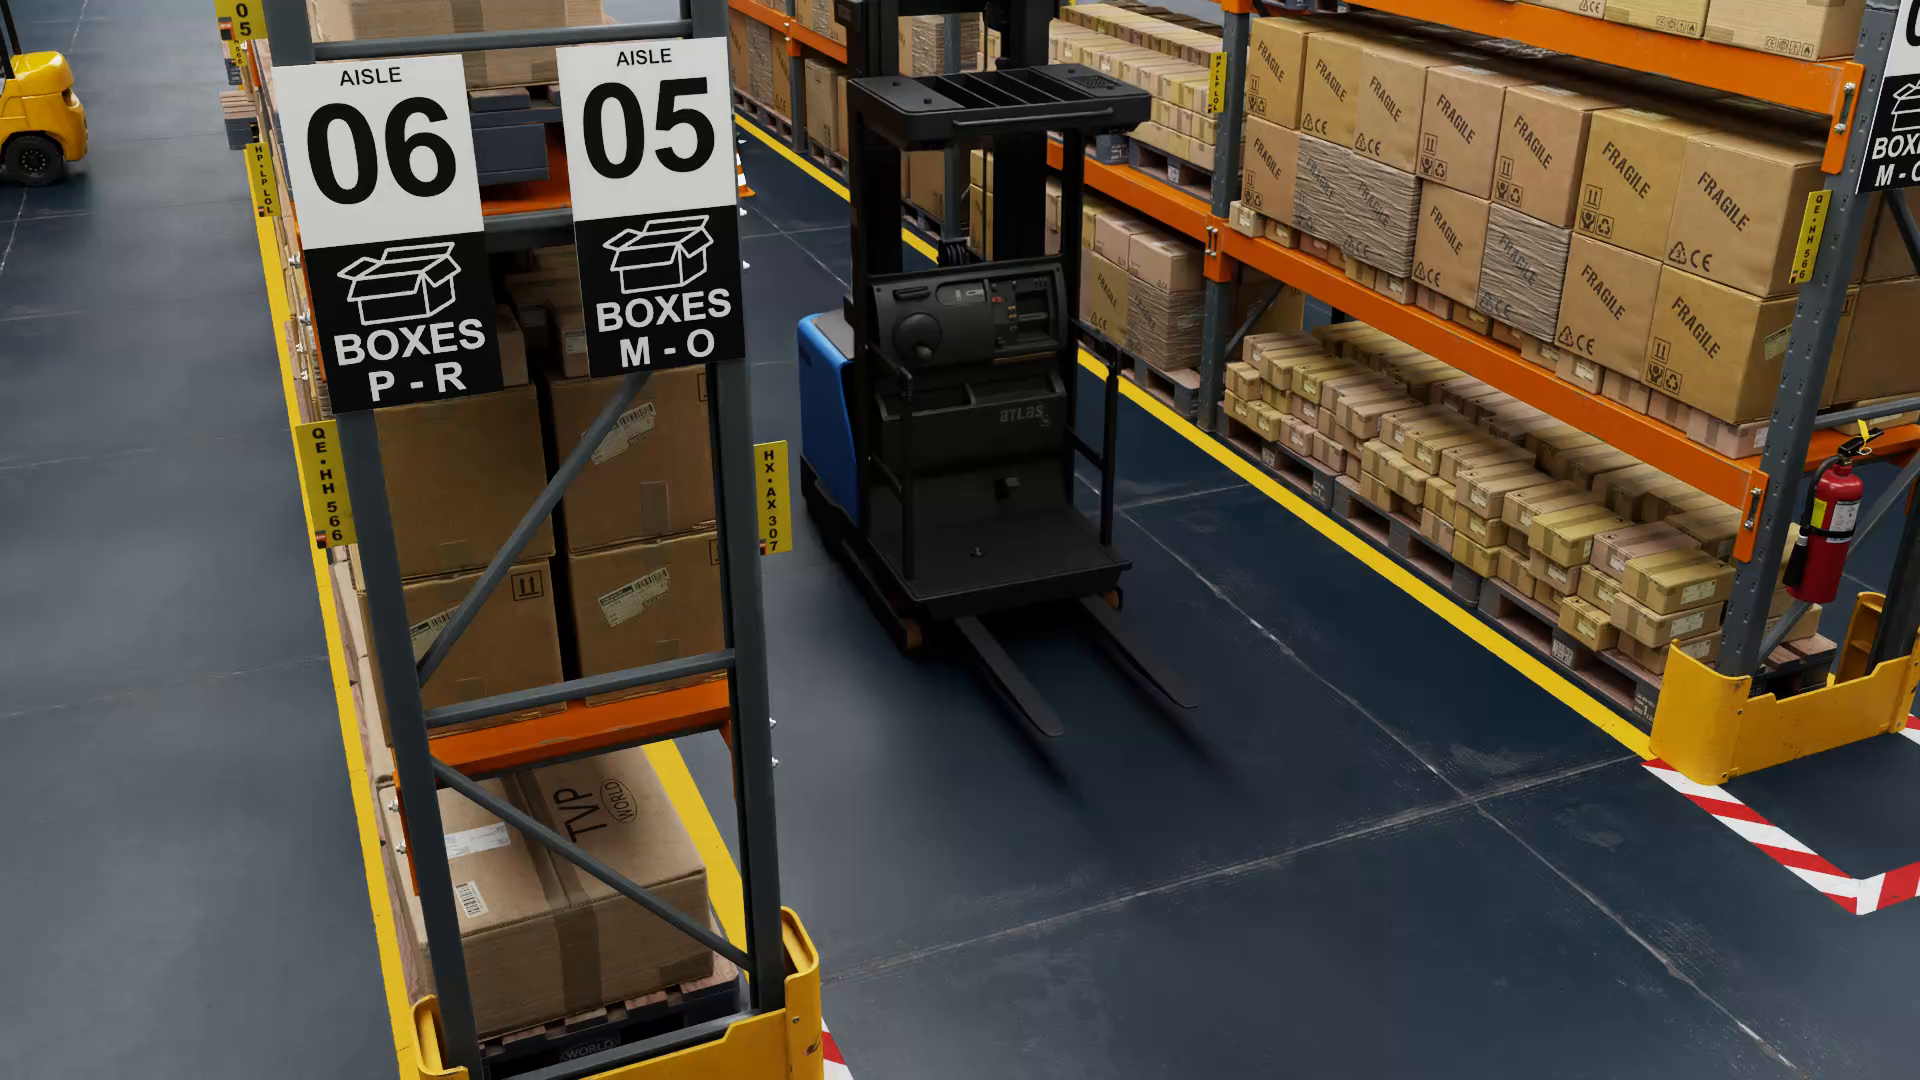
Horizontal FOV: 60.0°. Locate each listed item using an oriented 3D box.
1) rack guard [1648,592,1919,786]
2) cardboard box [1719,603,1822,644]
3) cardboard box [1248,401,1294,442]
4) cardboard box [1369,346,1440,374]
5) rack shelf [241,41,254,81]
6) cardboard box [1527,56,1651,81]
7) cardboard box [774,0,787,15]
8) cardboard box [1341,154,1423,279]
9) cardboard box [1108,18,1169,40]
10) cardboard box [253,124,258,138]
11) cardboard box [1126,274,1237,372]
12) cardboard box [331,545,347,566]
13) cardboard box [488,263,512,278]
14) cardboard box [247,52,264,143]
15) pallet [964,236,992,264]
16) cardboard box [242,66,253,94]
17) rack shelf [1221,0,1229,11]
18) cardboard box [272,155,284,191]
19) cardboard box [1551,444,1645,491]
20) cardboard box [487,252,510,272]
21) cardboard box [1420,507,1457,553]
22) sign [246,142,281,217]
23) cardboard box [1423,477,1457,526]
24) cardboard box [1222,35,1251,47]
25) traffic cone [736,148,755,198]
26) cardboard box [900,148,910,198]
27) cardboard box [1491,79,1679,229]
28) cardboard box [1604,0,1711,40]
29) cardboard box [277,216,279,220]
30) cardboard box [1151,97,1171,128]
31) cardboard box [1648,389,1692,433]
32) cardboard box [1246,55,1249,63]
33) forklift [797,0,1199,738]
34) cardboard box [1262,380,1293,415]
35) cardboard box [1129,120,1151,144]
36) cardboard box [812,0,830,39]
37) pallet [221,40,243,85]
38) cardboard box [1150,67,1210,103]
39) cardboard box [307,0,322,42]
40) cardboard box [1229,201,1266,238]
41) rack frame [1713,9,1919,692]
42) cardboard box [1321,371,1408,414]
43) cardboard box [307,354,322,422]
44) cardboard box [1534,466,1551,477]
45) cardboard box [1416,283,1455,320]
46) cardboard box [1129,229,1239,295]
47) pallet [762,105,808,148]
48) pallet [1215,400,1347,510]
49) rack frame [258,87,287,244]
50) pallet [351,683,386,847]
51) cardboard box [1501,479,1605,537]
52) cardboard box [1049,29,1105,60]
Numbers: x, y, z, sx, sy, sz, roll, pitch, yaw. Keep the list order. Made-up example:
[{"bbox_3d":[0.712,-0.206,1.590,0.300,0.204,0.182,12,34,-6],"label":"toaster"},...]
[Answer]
[{"bbox_3d":[3.465,0.608,6.935,1.175,0.500,0.348,-11,28,-21],"label":"rack guard"},{"bbox_3d":[3.585,0.341,7.403,0.380,0.149,0.250,-10,28,-20],"label":"cardboard box"},{"bbox_3d":[1.880,-0.697,9.530,0.380,0.149,0.250,-10,28,-19],"label":"cardboard box"},{"bbox_3d":[2.548,-0.980,9.430,0.380,0.149,0.250,-11,28,-21],"label":"cardboard box"},{"bbox_3d":[-3.370,-3.040,8.959,1.077,0.370,4.000,-11,28,-21],"label":"rack shelf"},{"bbox_3d":[2.974,-1.961,7.754,0.500,0.500,0.500,-12,28,-22],"label":"cardboard box"},{"bbox_3d":[-1.360,-5.543,16.513,0.875,0.550,0.550,-11,28,-21],"label":"cardboard box"},{"bbox_3d":[2.255,-1.627,8.210,0.500,0.500,0.500,-11,28,-22],"label":"cardboard box"},{"bbox_3d":[1.283,-3.623,11.882,0.380,0.149,0.250,-10,28,-19],"label":"cardboard box"},{"bbox_3d":[-6.198,-3.920,15.161,0.500,0.500,0.500,-11,28,-21],"label":"cardboard box"},{"bbox_3d":[1.407,-1.420,10.610,0.500,0.500,0.500,-11,28,-22],"label":"cardboard box"},{"bbox_3d":[-2.439,0.027,7.718,0.875,0.438,0.875,-11,28,-21],"label":"cardboard box"},{"bbox_3d":[-1.363,-0.744,5.601,0.500,0.500,0.500,-11,28,-21],"label":"cardboard box"},{"bbox_3d":[-3.599,-2.461,9.119,0.500,0.500,0.500,-10,28,-20],"label":"cardboard box"},{"bbox_3d":[0.667,-2.145,12.903,1.003,0.211,1.213,-11,28,-21],"label":"pallet"},{"bbox_3d":[-4.587,-3.326,11.211,0.500,0.500,0.500,-11,28,-22],"label":"cardboard box"},{"bbox_3d":[1.145,-3.931,10.784,1.077,0.370,4.000,-11,28,-21],"label":"rack shelf"},{"bbox_3d":[-2.431,-1.263,6.665,0.500,0.500,0.500,-11,28,-21],"label":"cardboard box"},{"bbox_3d":[3.130,-0.343,8.127,0.380,0.149,0.250,-9,28,-19],"label":"cardboard box"},{"bbox_3d":[-1.340,-0.988,5.362,0.380,0.149,0.250,-10,28,-20],"label":"cardboard box"},{"bbox_3d":[2.524,-0.080,8.266,0.380,0.149,0.250,-10,28,-20],"label":"cardboard box"},{"bbox_3d":[-3.082,-1.596,7.370,0.100,0.325,0.005,-11,28,-21],"label":"sign"},{"bbox_3d":[2.523,-0.213,8.199,0.380,0.149,0.250,-9,27,-18],"label":"cardboard box"},{"bbox_3d":[3.279,-5.374,18.708,0.500,0.500,0.500,-11,28,-22],"label":"cardboard box"},{"bbox_3d":[-2.069,-3.388,15.162,0.336,0.463,0.334,-11,28,-21],"label":"traffic cone"},{"bbox_3d":[-0.139,-3.506,14.596,1.050,0.750,0.750,-10,28,-20],"label":"cardboard box"},{"bbox_3d":[2.677,-1.667,7.153,0.500,0.500,0.500,-9,27,-18],"label":"cardboard box"},{"bbox_3d":[2.867,-2.108,6.401,0.500,0.250,0.500,-11,28,-21],"label":"cardboard box"},{"bbox_3d":[-3.394,-1.910,8.844,0.500,0.250,0.500,-10,28,-19],"label":"cardboard box"},{"bbox_3d":[1.392,-2.642,10.212,0.380,0.149,0.250,-9,28,-18],"label":"cardboard box"},{"bbox_3d":[3.045,-0.561,6.768,0.380,0.149,0.250,-11,28,-21],"label":"cardboard box"},{"bbox_3d":[1.889,-2.997,10.599,0.380,0.149,0.250,-11,28,-21],"label":"cardboard box"},{"bbox_3d":[0.132,-1.004,7.465,1.130,2.935,3.031,-10,28,-19],"label":"forklift"},{"bbox_3d":[1.958,-0.853,9.509,0.380,0.149,0.250,-10,28,-20],"label":"cardboard box"},{"bbox_3d":[1.295,-2.608,10.481,0.380,0.149,0.250,-12,29,-23],"label":"cardboard box"},{"bbox_3d":[-1.048,-4.912,15.277,0.500,0.500,0.500,-10,28,-20],"label":"cardboard box"},{"bbox_3d":[-5.554,-4.018,13.779,1.003,0.211,1.213,-11,28,-21],"label":"pallet"},{"bbox_3d":[1.386,-2.784,10.163,0.380,0.149,0.250,-12,28,-22],"label":"cardboard box"},{"bbox_3d":[-1.517,-1.384,4.440,0.380,0.149,0.250,-13,29,-25],"label":"cardboard box"},{"bbox_3d":[1.739,-1.816,9.337,0.380,0.149,0.250,-10,28,-19],"label":"cardboard box"},{"bbox_3d":[3.495,-0.484,6.323,1.000,3.000,0.127,-11,28,-21],"label":"rack frame"},{"bbox_3d":[2.194,-0.783,9.028,0.380,0.149,0.250,-11,28,-22],"label":"cardboard box"},{"bbox_3d":[-2.060,-0.405,6.046,0.500,0.500,0.500,-10,28,-19],"label":"cardboard box"},{"bbox_3d":[2.957,-0.301,8.379,0.380,0.149,0.250,-9,27,-18],"label":"cardboard box"},{"bbox_3d":[2.447,-1.192,8.059,0.380,0.149,0.250,-9,28,-19],"label":"cardboard box"},{"bbox_3d":[1.404,-1.759,10.449,0.500,0.250,0.500,-11,28,-22],"label":"cardboard box"},{"bbox_3d":[-1.430,-4.396,17.514,1.003,0.211,1.213,-11,28,-21],"label":"pallet"},{"bbox_3d":[2.224,-0.581,9.700,1.003,0.211,1.213,-11,28,-21],"label":"pallet"},{"bbox_3d":[-2.586,-1.208,7.805,1.000,3.000,0.127,-11,28,-21],"label":"rack frame"},{"bbox_3d":[-1.879,0.859,6.751,1.003,0.211,1.213,-11,28,-21],"label":"pallet"},{"bbox_3d":[2.748,-0.139,7.709,0.380,0.149,0.250,-12,28,-23],"label":"cardboard box"},{"bbox_3d":[0.775,-3.414,11.452,0.380,0.149,0.250,-9,28,-18],"label":"cardboard box"}]
